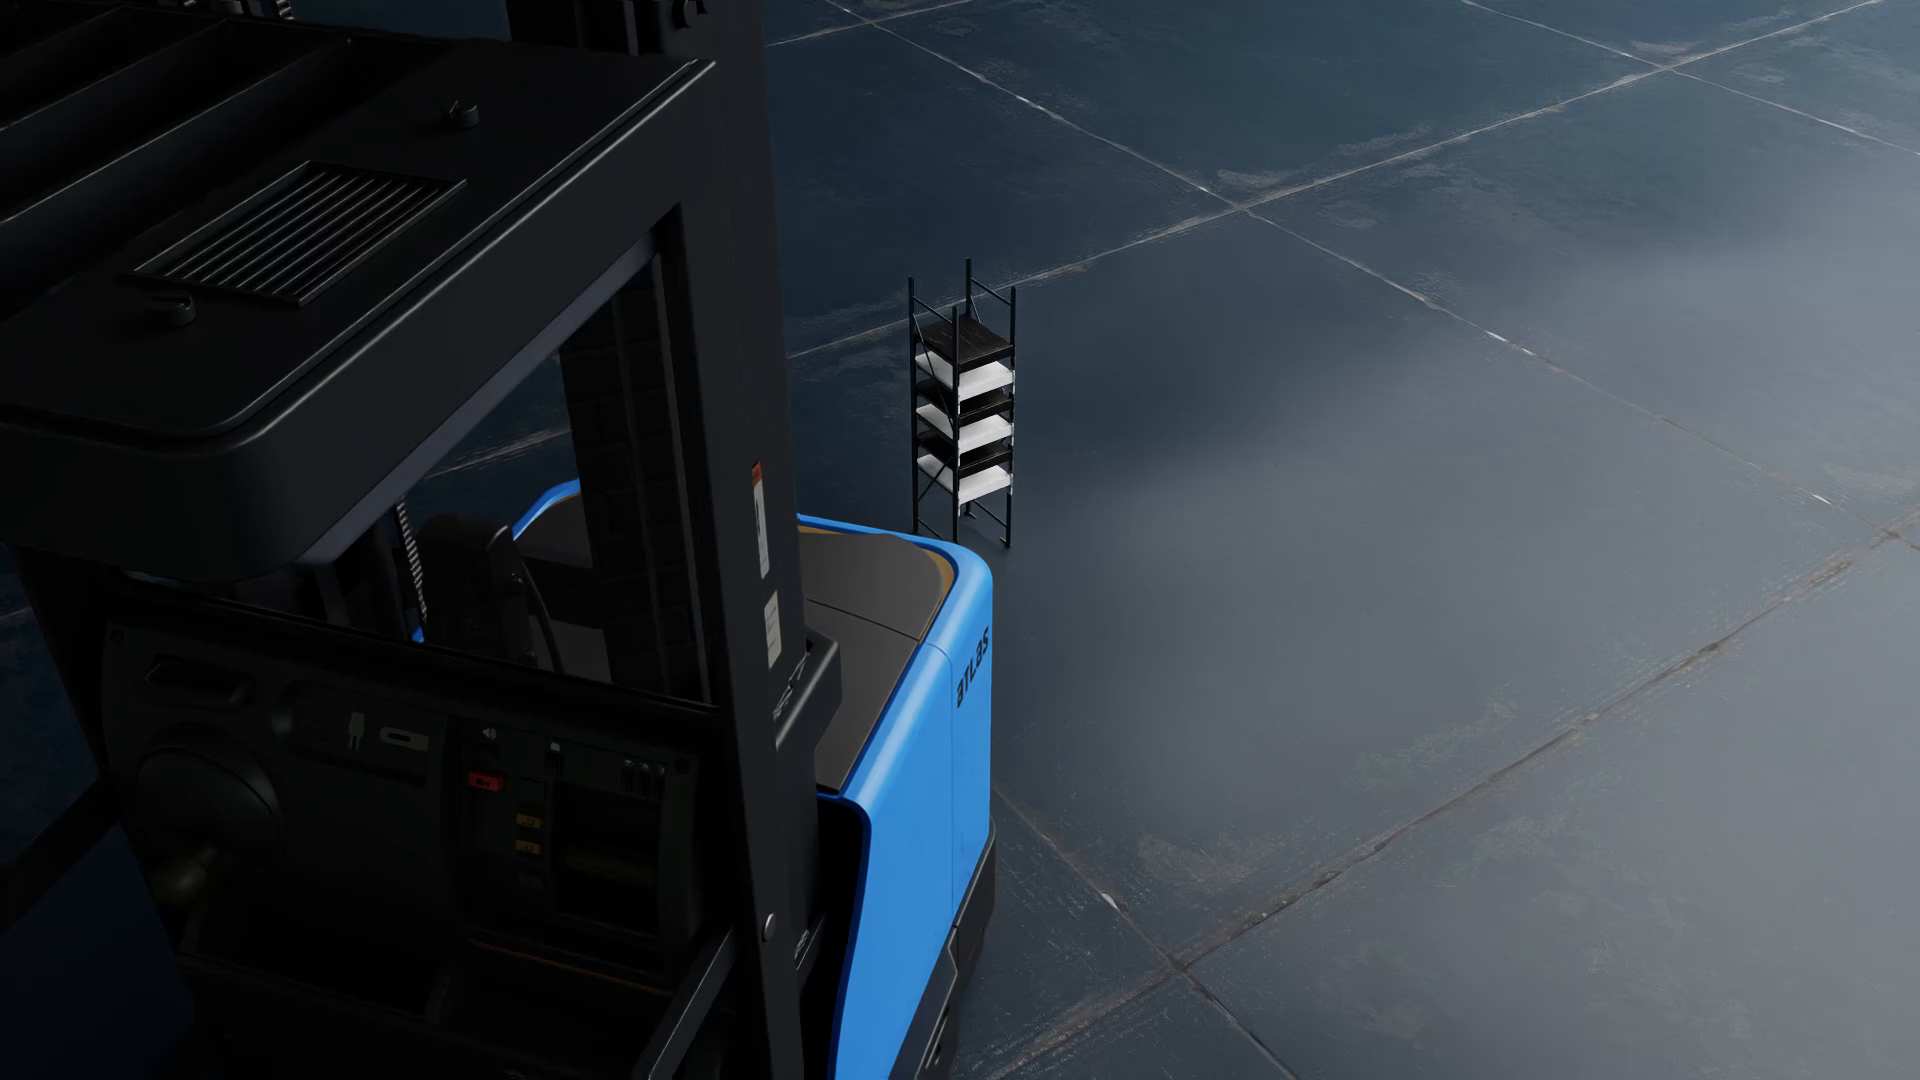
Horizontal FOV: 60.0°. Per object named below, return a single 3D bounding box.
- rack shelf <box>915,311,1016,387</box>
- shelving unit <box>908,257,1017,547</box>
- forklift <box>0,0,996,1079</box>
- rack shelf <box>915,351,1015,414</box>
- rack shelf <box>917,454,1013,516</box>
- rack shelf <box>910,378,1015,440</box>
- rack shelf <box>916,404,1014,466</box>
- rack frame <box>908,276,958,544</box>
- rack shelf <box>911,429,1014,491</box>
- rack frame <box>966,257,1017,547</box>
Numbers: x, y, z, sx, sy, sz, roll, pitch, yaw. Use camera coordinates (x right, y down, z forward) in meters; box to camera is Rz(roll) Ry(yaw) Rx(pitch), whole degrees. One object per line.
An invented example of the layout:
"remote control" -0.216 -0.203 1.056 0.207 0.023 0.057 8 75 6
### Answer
"rack shelf" 0.007 -0.560 4.853 0.200 0.077 0.258 -22 41 -28
"shelving unit" 0.007 -0.368 4.991 0.210 0.900 0.258 -22 41 -28
"forklift" -0.849 0.433 2.138 1.130 2.935 3.031 10 37 14
"rack shelf" 0.007 -0.487 4.905 0.200 0.077 0.258 -22 41 -28
"rack shelf" 0.007 -0.195 5.116 0.200 0.077 0.258 -22 41 -28
"rack shelf" 0.007 -0.414 4.958 0.200 0.077 0.258 -22 41 -28
"rack shelf" 0.007 -0.341 5.010 0.200 0.077 0.258 -22 41 -28
"rack frame" -0.076 -0.334 4.943 0.006 0.900 0.240 -22 41 -28
"rack shelf" 0.007 -0.268 5.063 0.200 0.077 0.258 -22 41 -28
"rack frame" 0.090 -0.402 5.039 0.006 0.900 0.240 -22 41 -28
